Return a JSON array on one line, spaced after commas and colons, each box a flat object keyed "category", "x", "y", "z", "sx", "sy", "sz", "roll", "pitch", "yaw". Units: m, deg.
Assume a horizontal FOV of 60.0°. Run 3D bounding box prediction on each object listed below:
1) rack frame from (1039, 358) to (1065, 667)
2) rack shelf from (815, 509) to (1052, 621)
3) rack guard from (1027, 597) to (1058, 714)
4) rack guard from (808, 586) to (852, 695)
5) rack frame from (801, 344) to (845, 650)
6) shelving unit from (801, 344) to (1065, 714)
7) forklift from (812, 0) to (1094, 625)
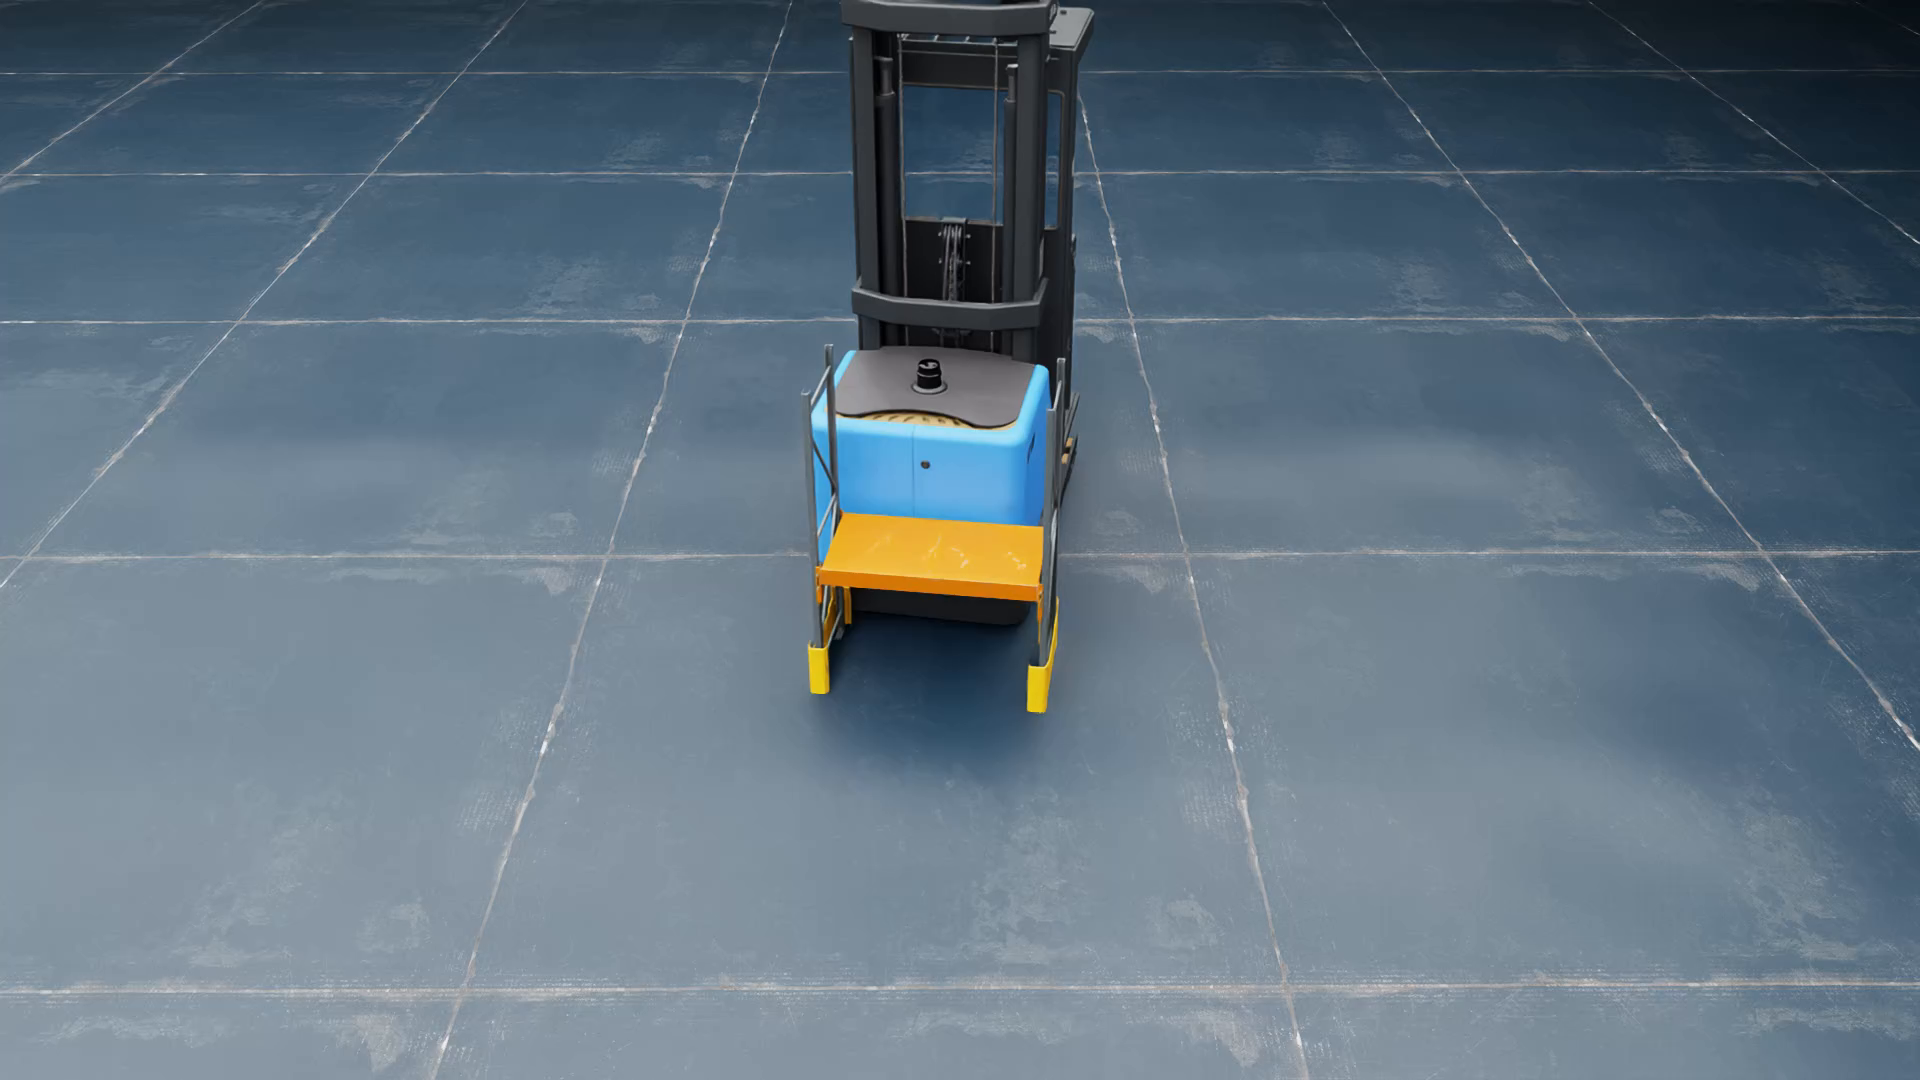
[{"category": "rack frame", "x": 0.401, "y": -0.012, "z": 7.325, "sx": 0.032, "sy": 1.500, "sz": 0.500, "roll": 4, "pitch": 32, "yaw": 7}, {"category": "rack shelf", "x": -0.102, "y": 0.104, "z": 7.480, "sx": 1.000, "sy": 0.185, "sz": 0.538, "roll": 4, "pitch": 32, "yaw": 7}, {"category": "rack guard", "x": 0.382, "y": 0.521, "z": 7.651, "sx": 0.087, "sy": 0.250, "sz": 0.587, "roll": 4, "pitch": 32, "yaw": 7}, {"category": "rack guard", "x": -0.604, "y": 0.447, "z": 7.772, "sx": 0.087, "sy": 0.250, "sz": 0.587, "roll": 4, "pitch": 32, "yaw": 7}, {"category": "rack frame", "x": -0.605, "y": -0.087, "z": 7.448, "sx": 0.032, "sy": 1.500, "sz": 0.500, "roll": 4, "pitch": 32, "yaw": 7}, {"category": "shelving unit", "x": -0.111, "y": -0.050, "z": 7.387, "sx": 1.083, "sy": 1.500, "sz": 0.587, "roll": 4, "pitch": 32, "yaw": 7}, {"category": "forklift", "x": 0.059, "y": -1.597, "z": 8.557, "sx": 1.130, "sy": 2.935, "sz": 3.031, "roll": 5, "pitch": 32, "yaw": 9}]
